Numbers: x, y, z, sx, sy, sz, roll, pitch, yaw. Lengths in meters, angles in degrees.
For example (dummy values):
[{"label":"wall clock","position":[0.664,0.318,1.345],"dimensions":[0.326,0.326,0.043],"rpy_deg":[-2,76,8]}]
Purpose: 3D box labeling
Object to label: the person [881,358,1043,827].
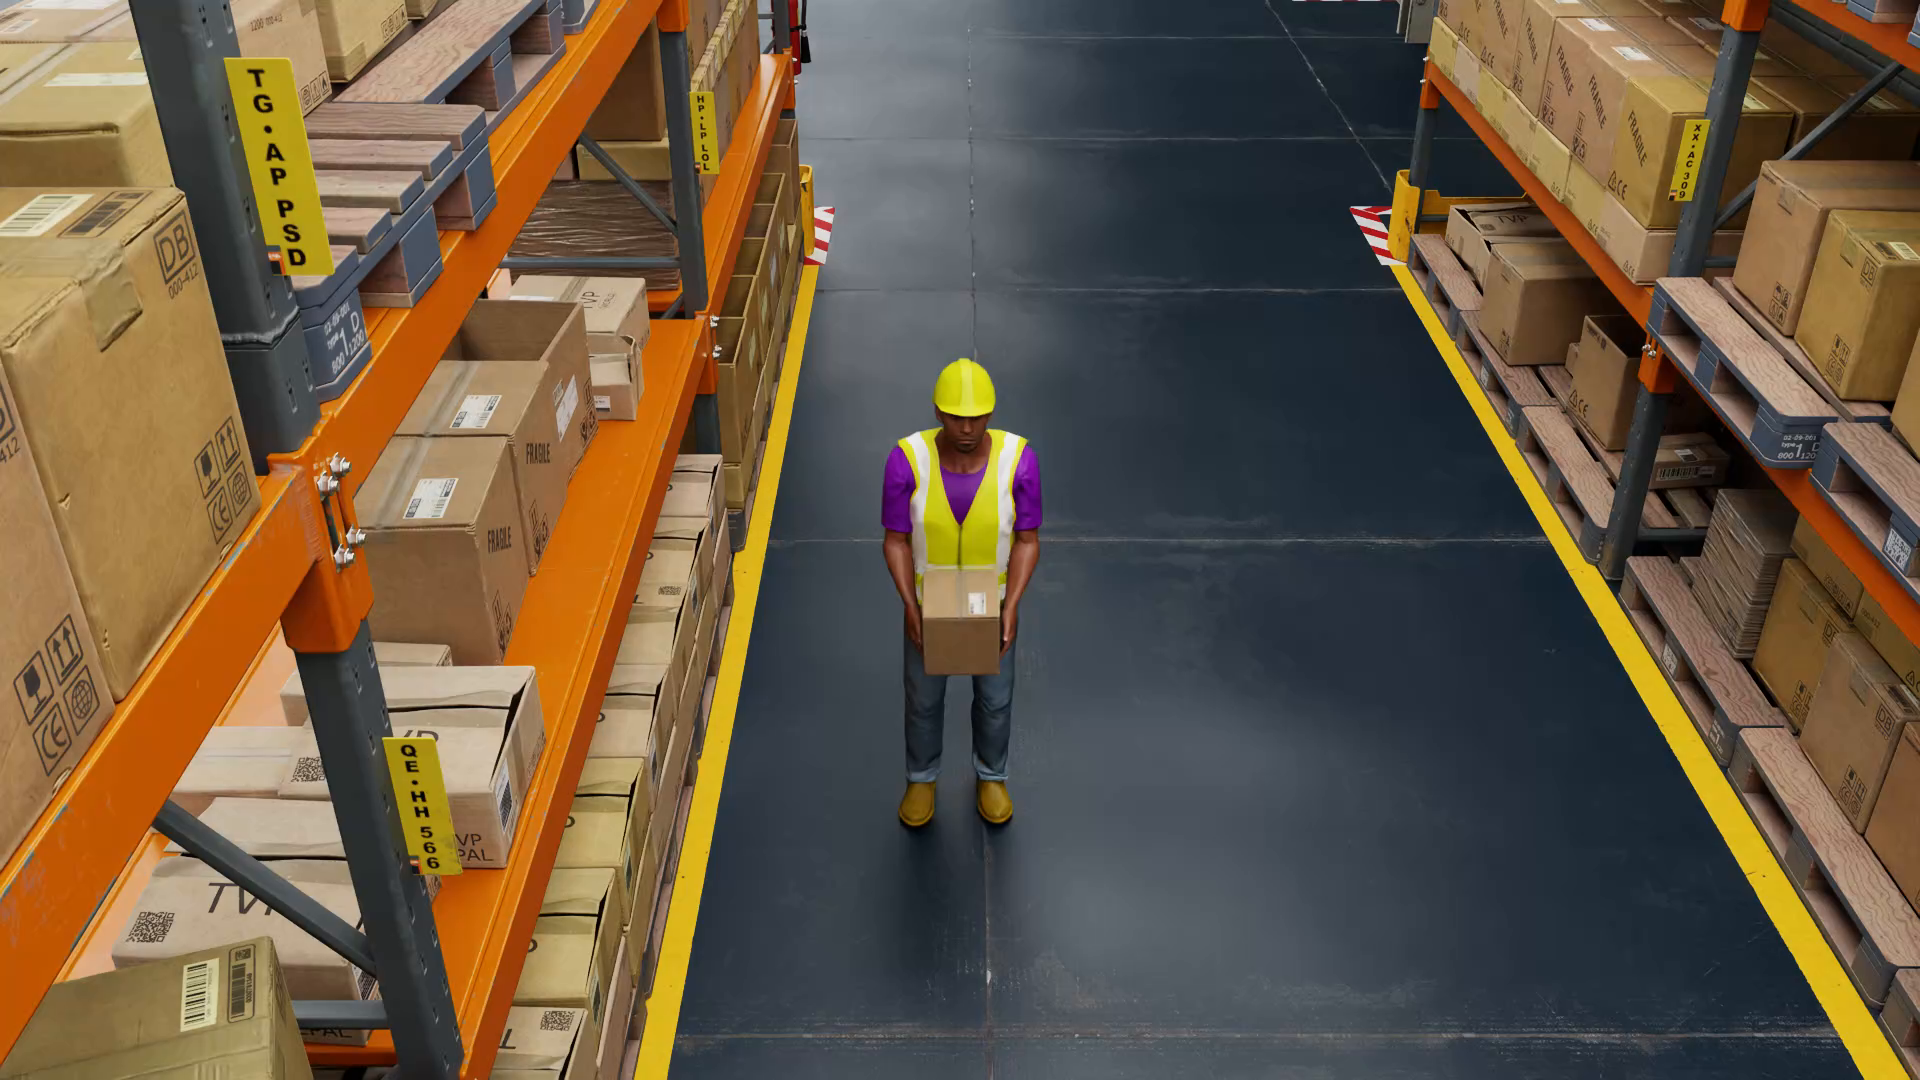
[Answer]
[{"label":"person","position":[0.006,0.241,5.714],"dimensions":[0.548,1.770,0.541],"rpy_deg":[0,31,0]}]
